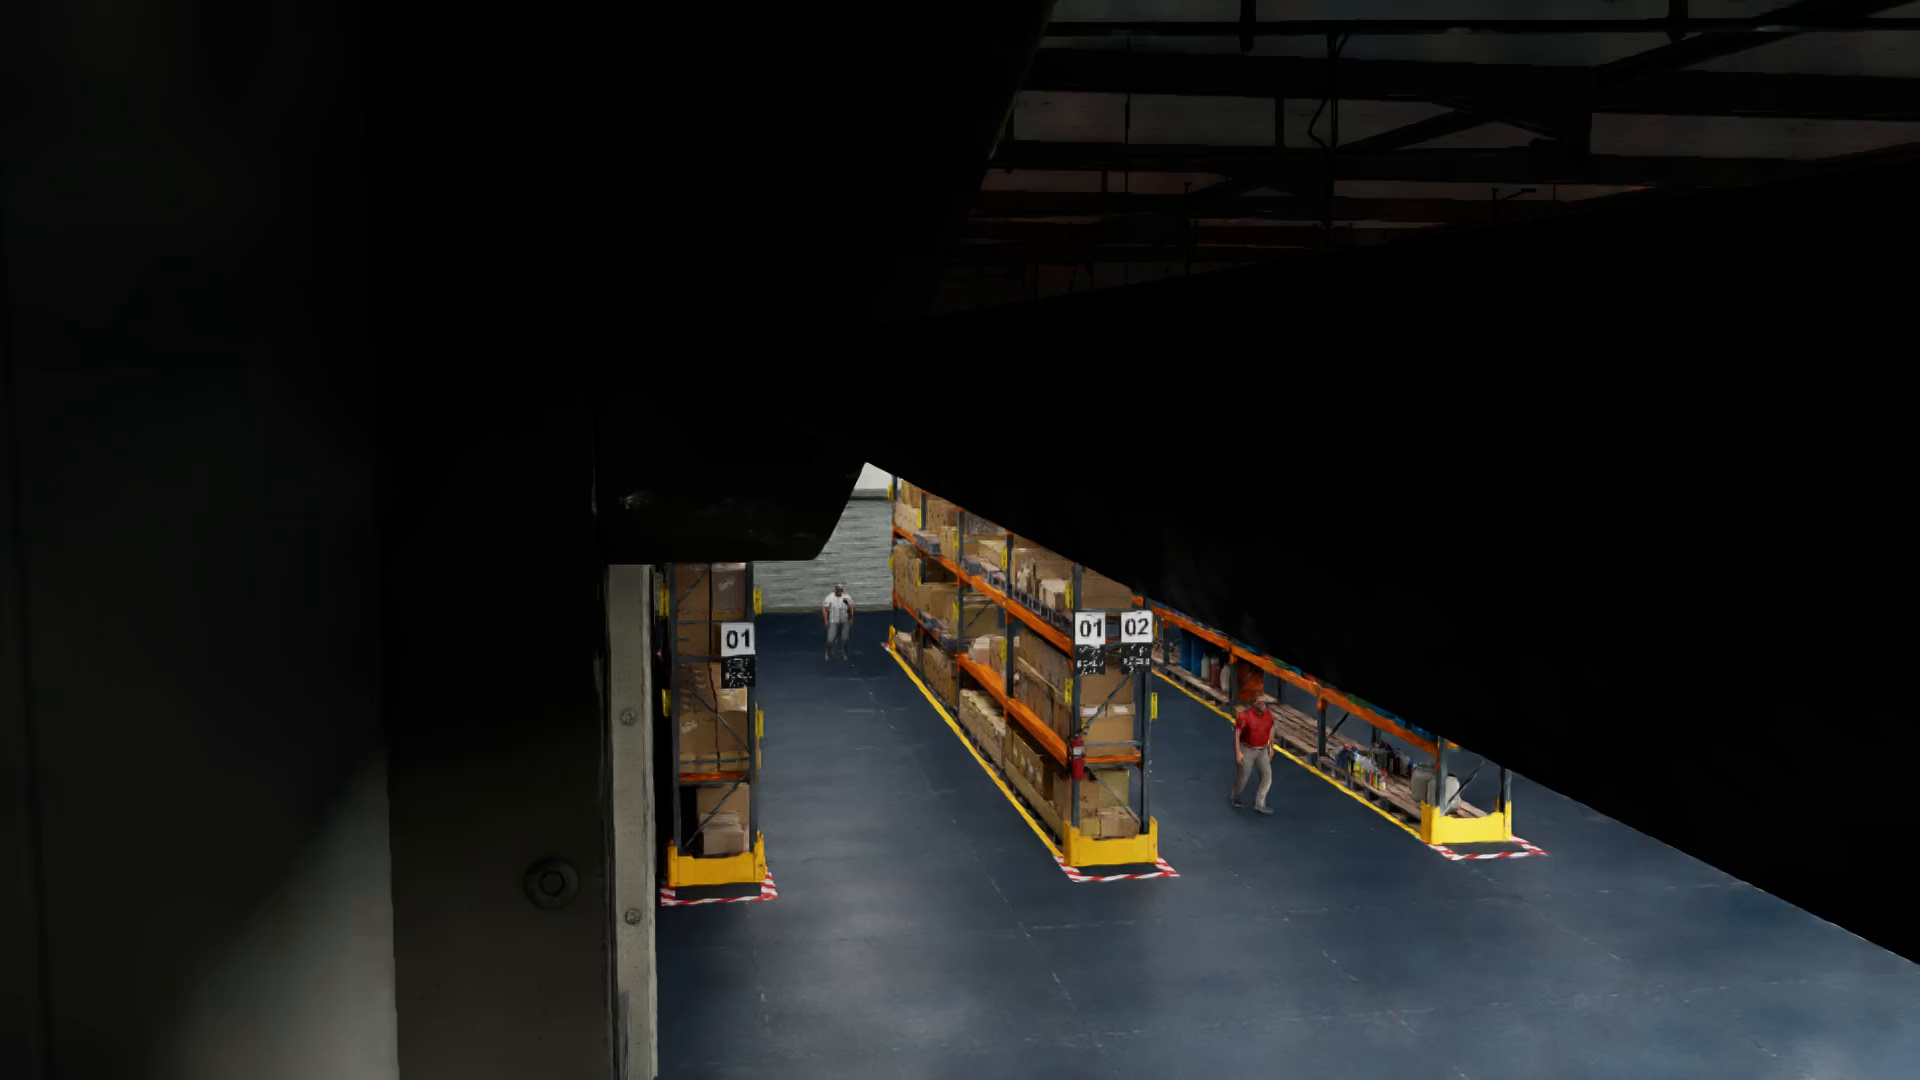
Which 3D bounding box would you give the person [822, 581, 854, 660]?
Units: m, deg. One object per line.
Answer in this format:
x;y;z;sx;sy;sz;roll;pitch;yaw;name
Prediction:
-2.568;1.698;35.066;0.682;1.710;0.542;-1;6;-12;person

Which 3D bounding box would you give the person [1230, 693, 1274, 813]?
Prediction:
4.110;2.959;23.473;0.673;1.690;0.700;-2;7;-19;person
